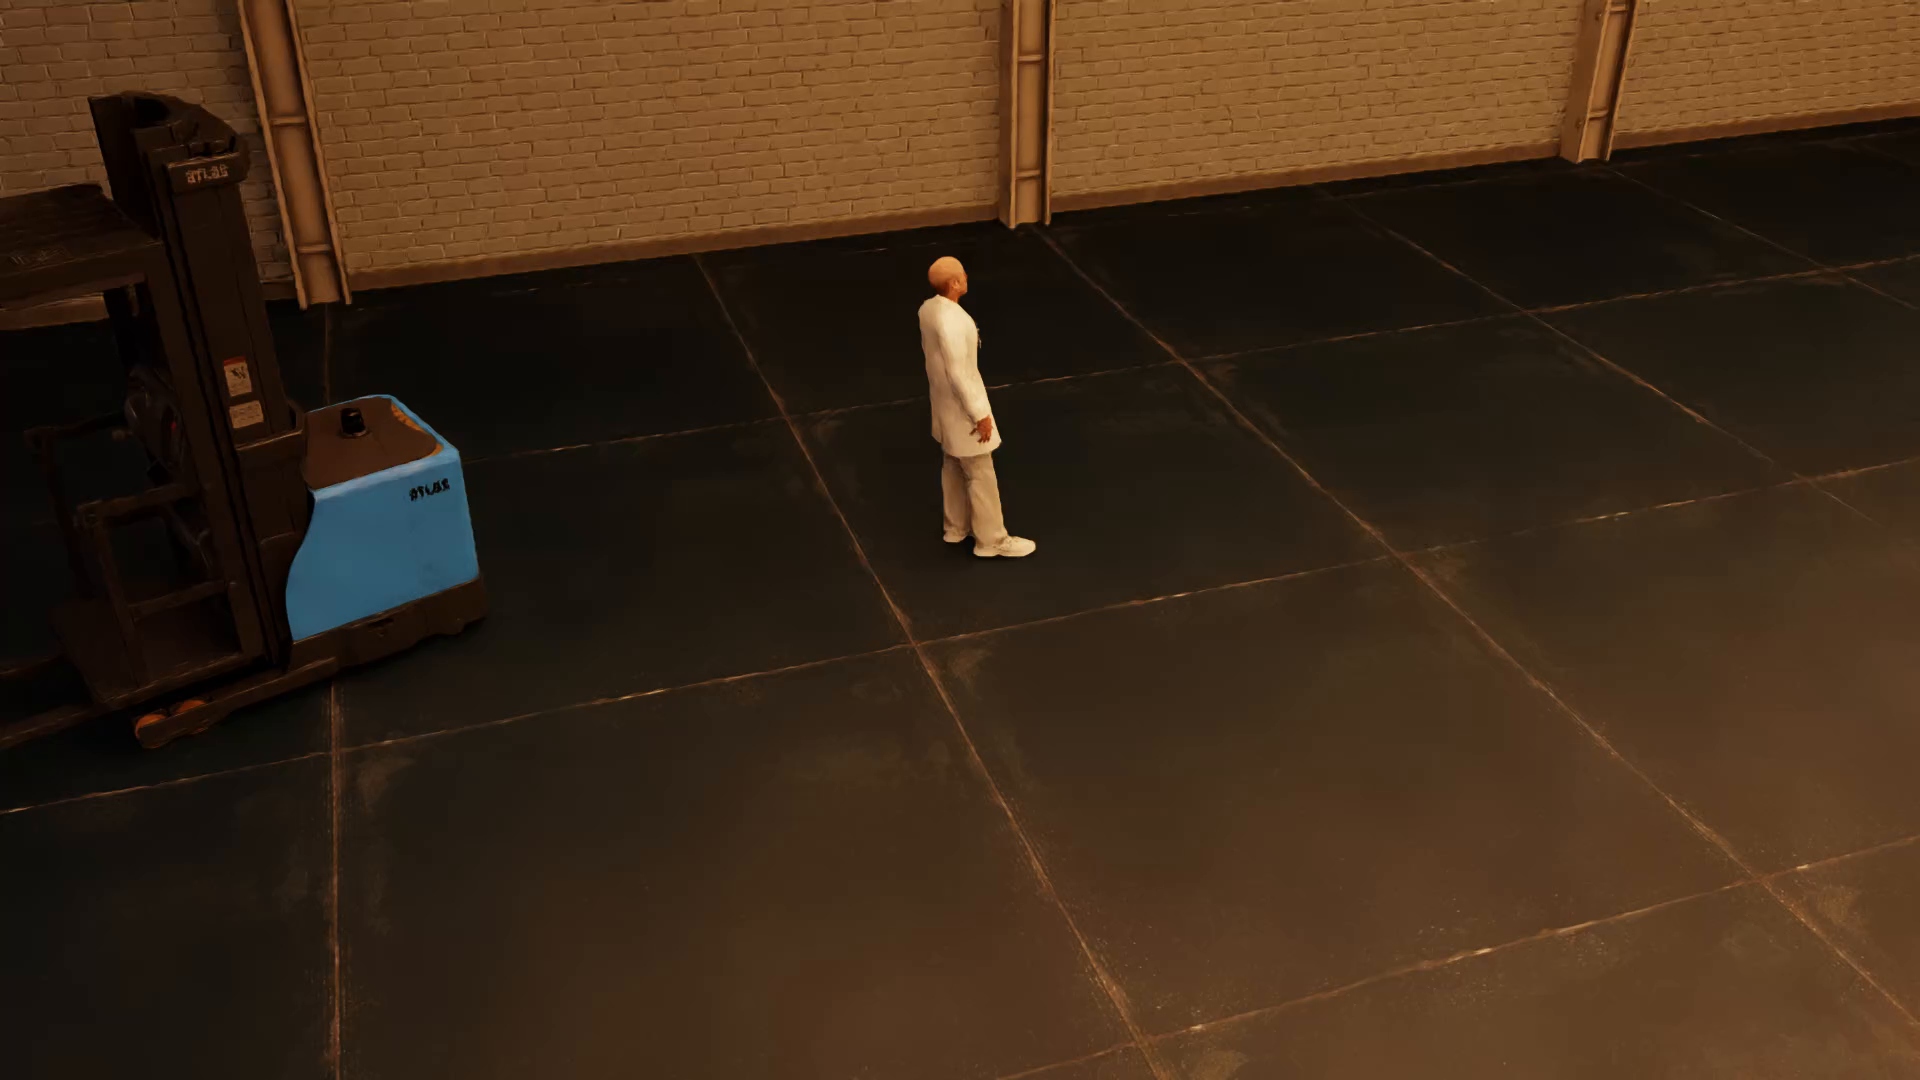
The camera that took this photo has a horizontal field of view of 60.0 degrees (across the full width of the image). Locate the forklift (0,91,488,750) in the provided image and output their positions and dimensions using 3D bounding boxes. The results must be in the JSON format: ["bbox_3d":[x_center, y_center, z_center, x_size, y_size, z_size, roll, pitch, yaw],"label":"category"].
[{"bbox_3d":[-4.079,-0.539,8.023,3.031,2.935,1.130,-22,36,-33],"label":"forklift"}]

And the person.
[{"bbox_3d":[0.088,-0.789,9.600,0.579,1.776,0.694,-10,31,-16],"label":"person"}]
